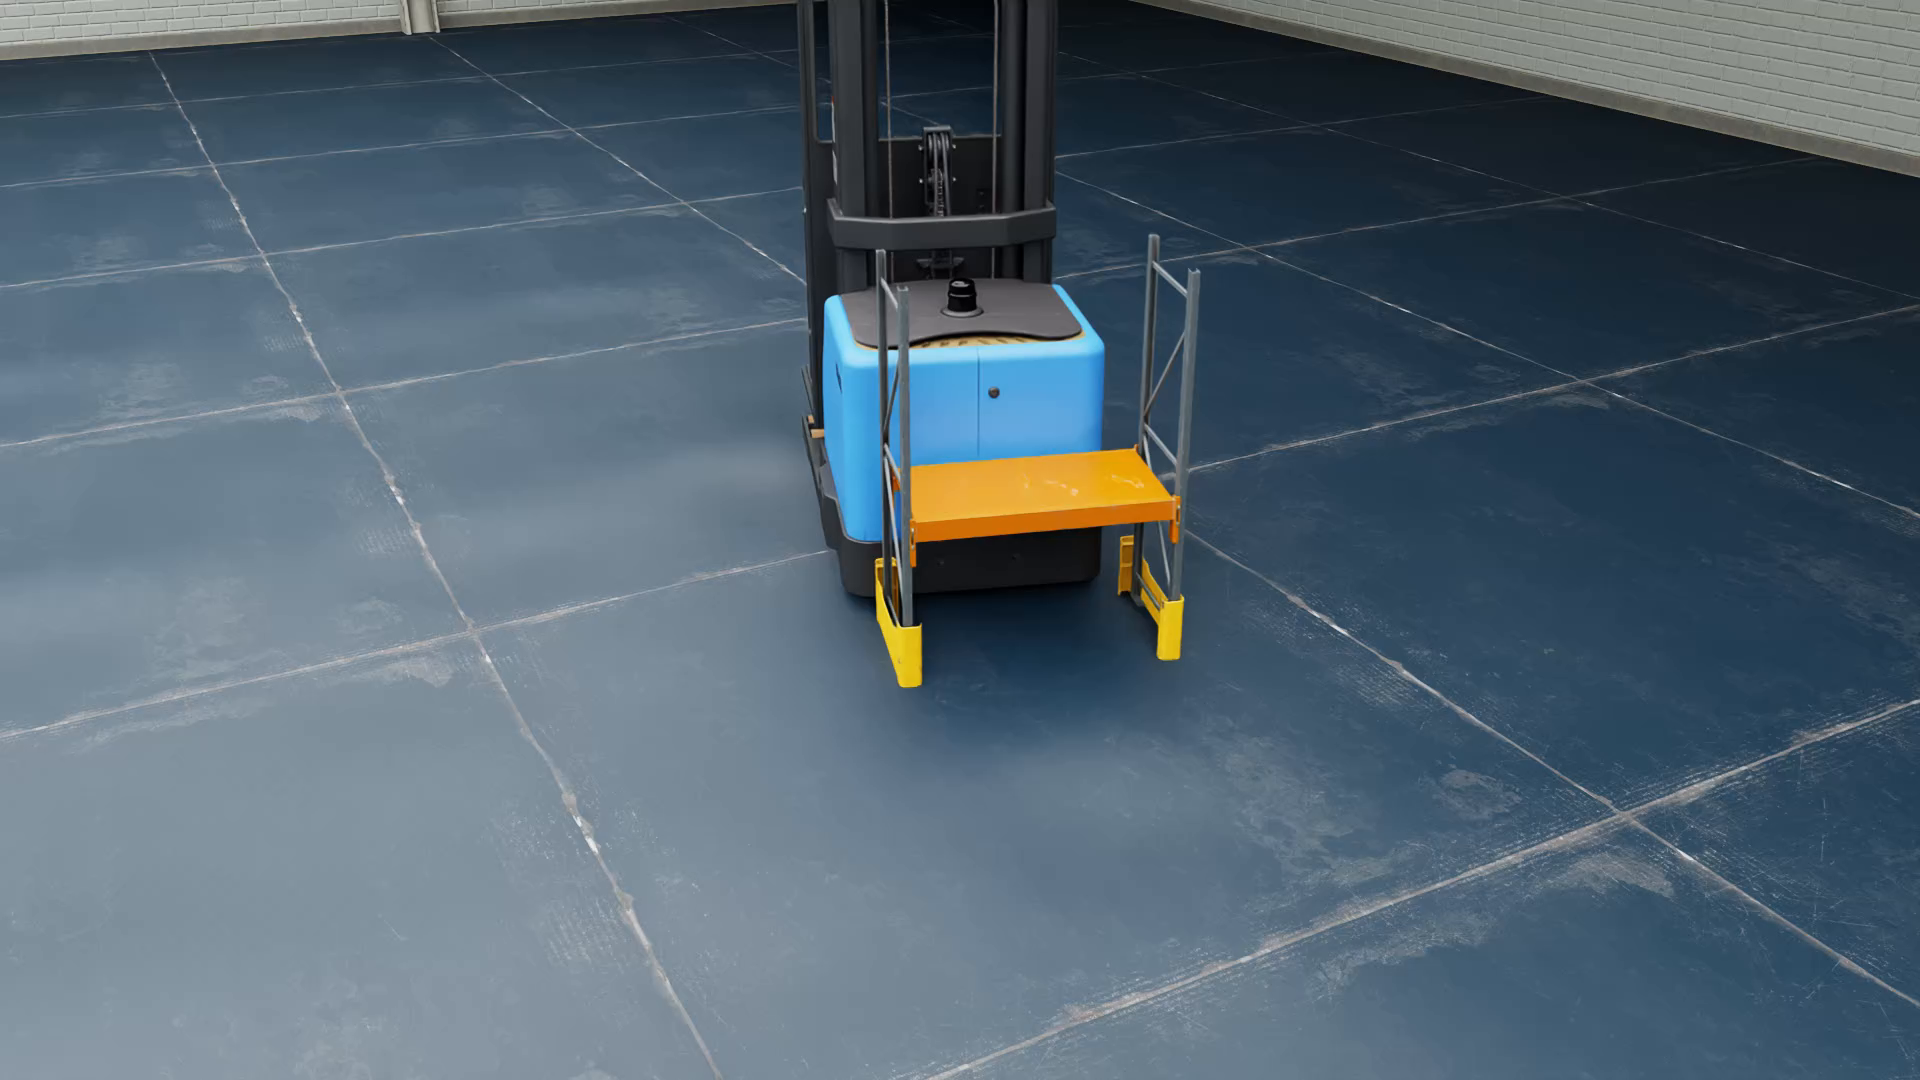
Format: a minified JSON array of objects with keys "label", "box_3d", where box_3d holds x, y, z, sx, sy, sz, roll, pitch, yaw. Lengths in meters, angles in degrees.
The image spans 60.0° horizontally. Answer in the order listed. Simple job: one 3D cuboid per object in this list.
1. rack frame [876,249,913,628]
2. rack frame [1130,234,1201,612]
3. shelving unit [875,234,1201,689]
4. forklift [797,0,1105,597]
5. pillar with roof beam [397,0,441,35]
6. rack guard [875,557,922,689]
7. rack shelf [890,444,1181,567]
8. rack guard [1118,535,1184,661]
[{"label":"rack frame","box_3d":[-0.236,-0.256,6.051,0.032,1.500,0.500,-5,26,-10]},{"label":"rack frame","box_3d":[0.760,-0.345,6.236,0.032,1.500,0.500,-5,26,-10]},{"label":"shelving unit","box_3d":[0.253,-0.300,6.142,1.083,1.500,0.587,-5,26,-10]},{"label":"forklift","box_3d":[-0.174,-1.706,7.417,1.130,2.935,3.031,-4,26,-8]},{"label":"pillar with roof beam","box_3d":[-4.444,-8.517,14.592,0.400,9.000,9.100,-13,29,-25]},{"label":"rack guard","box_3d":[-0.235,0.307,6.322,0.087,0.250,0.587,-5,26,-10]},{"label":"rack shelf","box_3d":[0.262,-0.139,6.222,1.000,0.185,0.538,-5,26,-10]},{"label":"rack guard","box_3d":[0.741,0.220,6.503,0.087,0.250,0.587,-5,26,-10]}]
